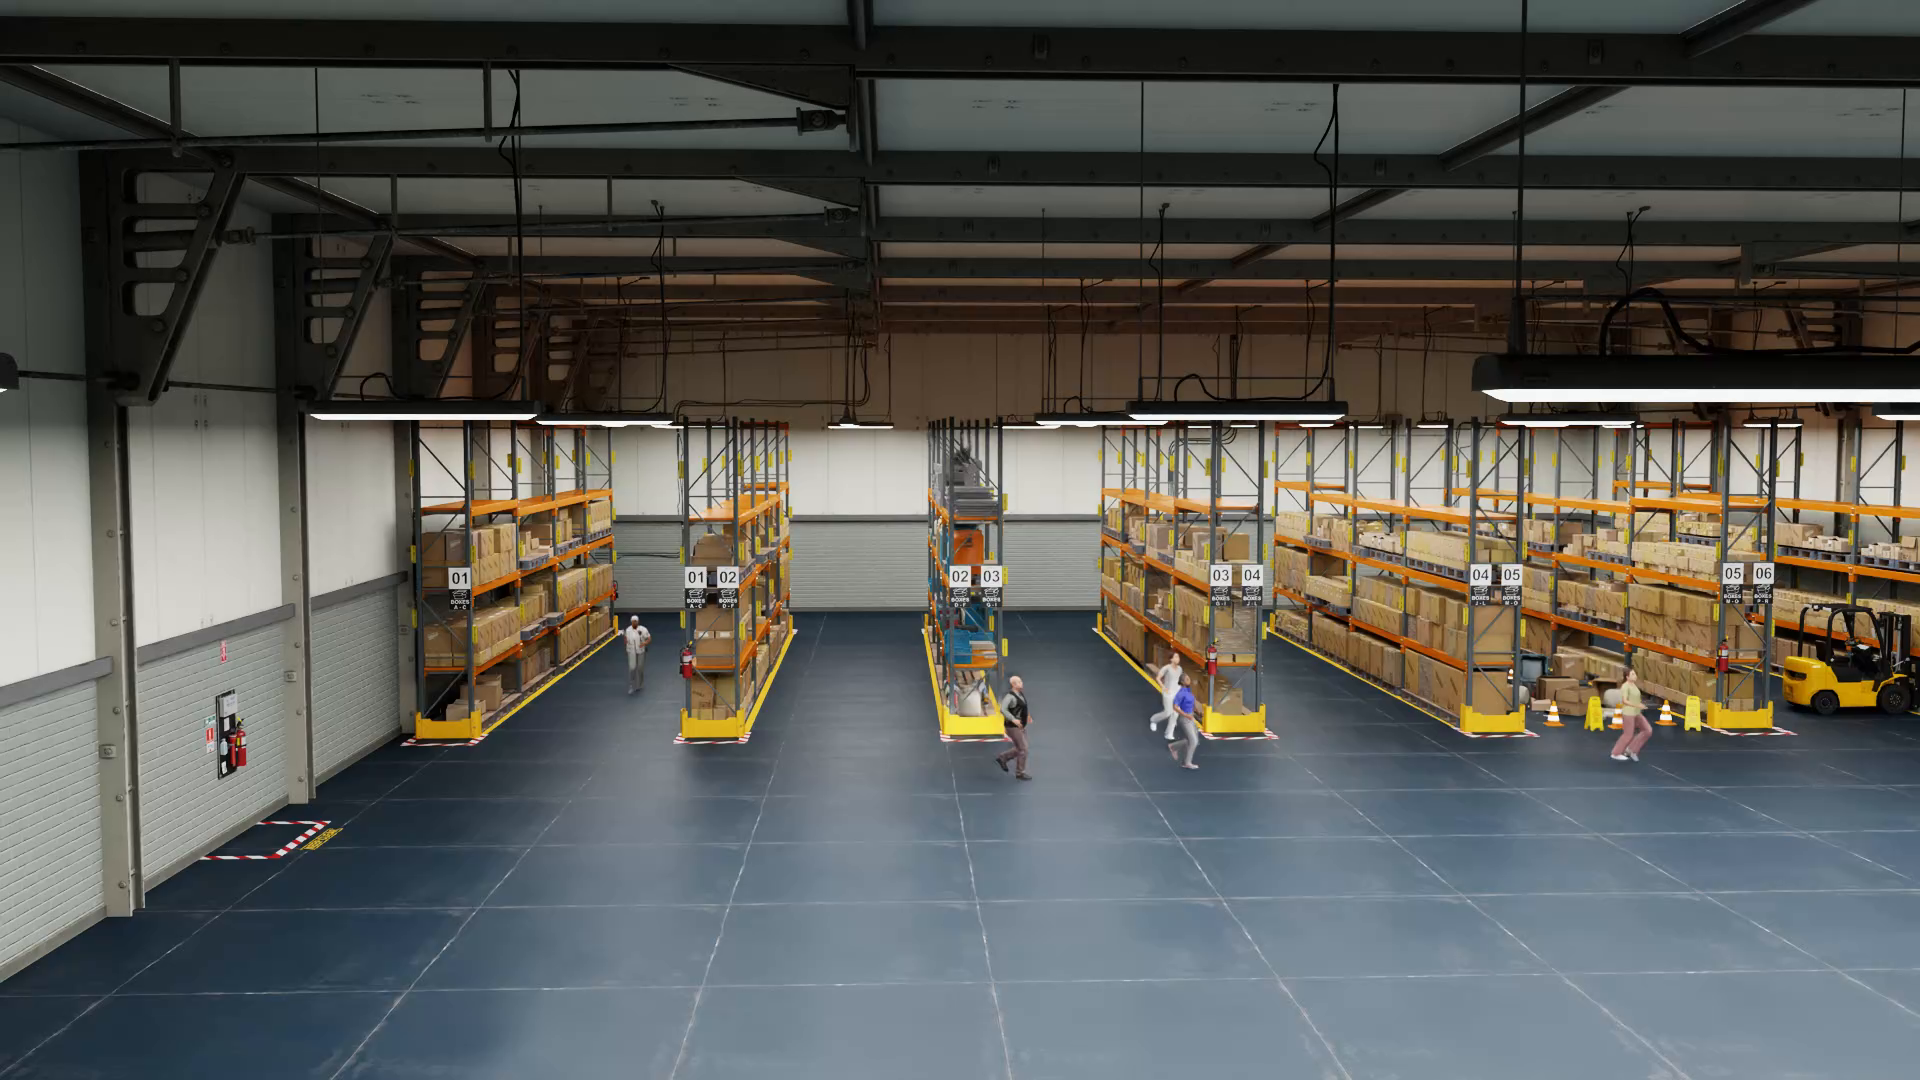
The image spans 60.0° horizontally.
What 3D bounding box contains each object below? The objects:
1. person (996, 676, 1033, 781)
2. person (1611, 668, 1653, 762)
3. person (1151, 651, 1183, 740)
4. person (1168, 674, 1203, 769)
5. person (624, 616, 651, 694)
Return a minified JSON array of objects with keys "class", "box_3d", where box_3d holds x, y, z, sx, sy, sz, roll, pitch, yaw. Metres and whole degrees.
[{"class":"person","box_3d":[0.874,3.090,27.402,0.687,1.704,0.670,2,4,23]},{"class":"person","box_3d":[11.613,3.025,28.771,0.586,1.641,0.647,-4,5,-44]},{"class":"person","box_3d":[3.968,2.892,31.099,0.614,1.594,0.738,-2,4,-29]},{"class":"person","box_3d":[3.798,3.081,28.322,0.593,1.599,0.616,2,4,27]},{"class":"person","box_3d":[-7.094,2.511,36.624,0.601,1.695,0.815,0,4,-5]}]
